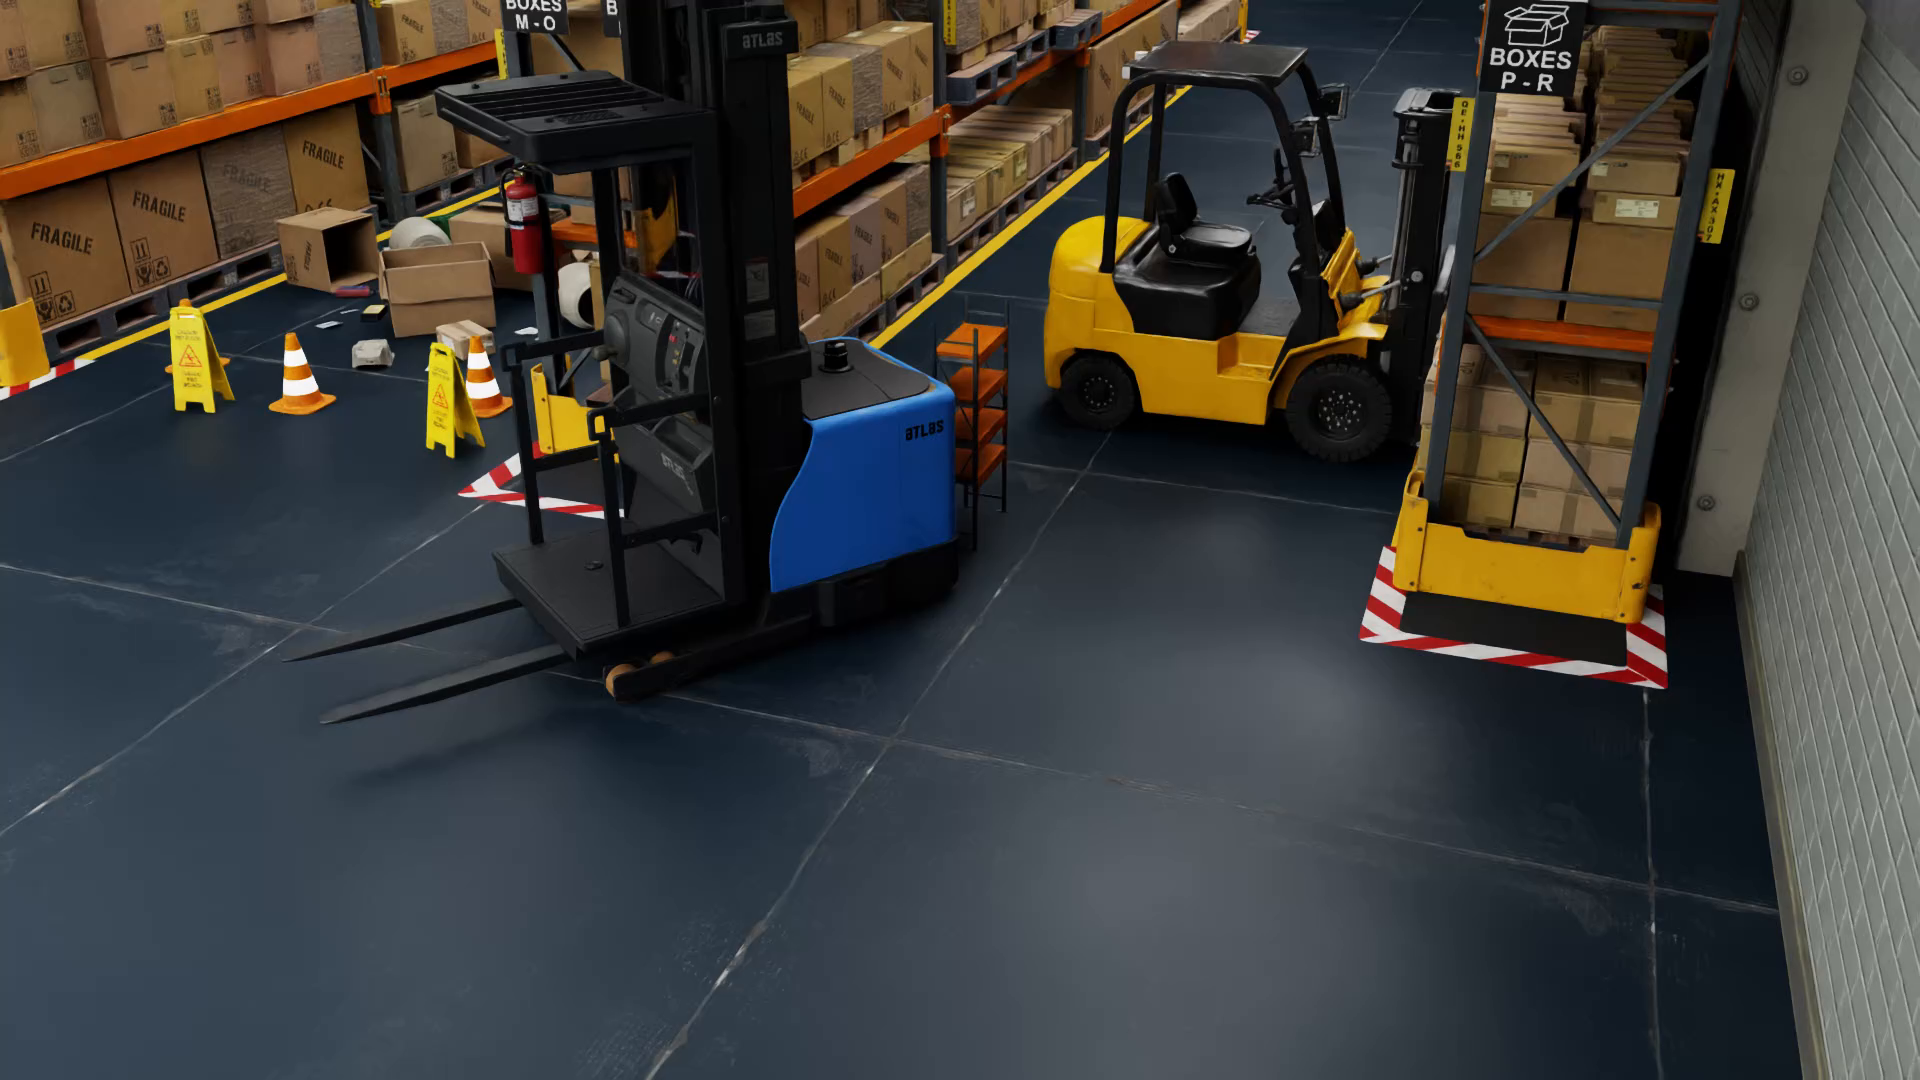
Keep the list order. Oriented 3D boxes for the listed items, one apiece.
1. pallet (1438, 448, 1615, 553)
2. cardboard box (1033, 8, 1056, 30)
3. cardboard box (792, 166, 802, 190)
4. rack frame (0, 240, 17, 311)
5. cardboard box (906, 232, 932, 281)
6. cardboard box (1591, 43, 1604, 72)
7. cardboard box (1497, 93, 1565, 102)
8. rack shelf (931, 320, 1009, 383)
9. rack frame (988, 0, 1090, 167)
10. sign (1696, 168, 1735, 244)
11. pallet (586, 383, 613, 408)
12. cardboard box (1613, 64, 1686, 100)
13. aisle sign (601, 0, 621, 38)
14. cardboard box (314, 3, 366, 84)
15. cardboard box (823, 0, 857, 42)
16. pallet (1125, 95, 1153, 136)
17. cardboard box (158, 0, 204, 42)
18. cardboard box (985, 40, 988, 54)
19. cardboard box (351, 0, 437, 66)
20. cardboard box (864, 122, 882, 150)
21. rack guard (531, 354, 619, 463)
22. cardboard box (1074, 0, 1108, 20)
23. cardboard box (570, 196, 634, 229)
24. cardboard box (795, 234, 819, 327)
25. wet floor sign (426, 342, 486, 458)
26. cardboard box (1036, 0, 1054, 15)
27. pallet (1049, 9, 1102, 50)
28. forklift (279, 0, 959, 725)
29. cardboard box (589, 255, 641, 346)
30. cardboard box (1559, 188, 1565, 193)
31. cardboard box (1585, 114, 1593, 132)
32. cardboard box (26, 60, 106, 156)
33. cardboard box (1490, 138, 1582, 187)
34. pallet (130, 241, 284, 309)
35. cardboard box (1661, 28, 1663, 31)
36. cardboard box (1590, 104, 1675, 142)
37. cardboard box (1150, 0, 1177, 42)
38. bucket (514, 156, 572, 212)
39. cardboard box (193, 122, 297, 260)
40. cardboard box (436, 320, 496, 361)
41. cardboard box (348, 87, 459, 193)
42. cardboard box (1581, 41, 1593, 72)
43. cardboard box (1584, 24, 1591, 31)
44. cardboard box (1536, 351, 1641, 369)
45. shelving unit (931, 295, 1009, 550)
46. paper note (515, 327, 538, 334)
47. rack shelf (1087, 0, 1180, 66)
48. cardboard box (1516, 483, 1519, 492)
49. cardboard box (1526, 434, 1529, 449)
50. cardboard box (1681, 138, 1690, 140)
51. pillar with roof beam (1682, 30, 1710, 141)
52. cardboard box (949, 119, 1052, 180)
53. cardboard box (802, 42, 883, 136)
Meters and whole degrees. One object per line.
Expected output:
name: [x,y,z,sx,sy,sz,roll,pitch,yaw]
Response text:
pallet: [2.973,-0.173,8.864,1.003,0.211,1.213,9,27,17]
cardboard box: [0.618,-4.572,14.558,0.380,0.149,0.250,9,27,18]
cardboard box: [-1.199,-2.234,10.210,0.380,0.149,0.250,9,27,19]
rack frame: [-6.626,-2.502,10.475,1.000,3.000,0.127,9,27,17]
cardboard box: [-0.537,-2.139,12.399,0.500,0.250,0.500,10,28,20]
cardboard box: [4.408,-3.201,11.061,0.380,0.149,0.250,8,27,16]
cardboard box: [3.008,-2.295,8.848,0.380,0.149,0.250,9,27,18]
rack shelf: [0.055,-0.962,8.458,0.258,0.148,0.480,9,27,17]
rack frame: [0.738,-5.113,15.869,1.000,3.000,0.127,9,27,17]
sign: [3.279,-1.450,7.218,0.100,0.325,0.005,9,27,17]
pallet: [-1.596,-0.931,10.430,1.003,0.211,1.213,9,27,17]
cardboard box: [3.940,-2.624,9.526,0.380,0.149,0.250,8,27,17]
aisle sign: [-1.653,-2.925,8.367,0.394,0.787,0.004,9,27,17]
cardboard box: [-5.406,-4.060,13.521,0.875,0.550,0.550,9,27,17]
cardboard box: [-1.135,-3.742,11.434,0.700,0.500,0.500,9,27,18]
pallet: [1.479,-4.671,18.155,1.003,0.211,1.213,9,27,17]
cardboard box: [-6.002,-3.889,11.929,0.875,0.550,0.500,9,27,17]
cardboard box: [0.002,-3.956,13.284,0.380,0.149,0.250,11,28,21]
cardboard box: [-4.866,-4.368,14.214,0.500,0.500,0.500,9,27,18]
cardboard box: [-0.748,-2.762,11.301,0.380,0.149,0.250,8,27,17]
rack guard: [-1.899,-0.732,9.688,1.175,0.500,0.348,9,27,17]
cardboard box: [1.138,-5.210,16.241,0.500,0.250,0.500,8,27,17]
cardboard box: [-2.002,-1.897,9.515,0.380,0.149,0.250,10,27,19]
cardboard box: [-1.218,-1.631,10.490,0.500,0.500,0.500,8,27,16]
wet floor sign: [-2.997,-0.843,9.751,0.267,0.644,0.232,20,32,35]
cardboard box: [0.520,-4.832,14.351,0.500,0.500,0.500,7,27,14]
pallet: [0.601,-4.719,15.274,1.213,0.211,1.003,9,27,17]
forklift: [-1.512,-0.870,7.183,3.031,2.935,1.130,-17,30,-30]
cardboard box: [-1.904,-1.482,10.181,0.500,0.500,0.500,9,27,18]
cardboard box: [2.810,-1.835,8.238,0.380,0.149,0.250,9,27,18]
cardboard box: [3.864,-2.157,9.649,0.500,0.500,0.500,8,27,16]
cardboard box: [-6.383,-2.958,11.245,0.875,0.550,0.550,9,27,17]
cardboard box: [2.678,-1.756,7.734,0.380,0.149,0.250,9,27,18]
pallet: [-6.026,-2.086,12.817,1.003,0.211,1.213,9,27,17]
cardboard box: [5.194,-3.912,12.986,0.500,0.250,0.500,9,27,17]
cardboard box: [3.425,-2.110,8.465,0.380,0.149,0.250,10,27,19]
cardboard box: [1.938,-5.723,19.085,0.875,0.875,0.875,10,27,19]
bucket: [-3.166,-2.966,13.447,0.726,0.611,0.620,20,22,35]
cardboard box: [-5.867,-2.759,12.963,0.875,0.875,0.875,9,27,18]
cardboard box: [-3.393,-1.374,11.417,0.250,0.149,0.380,-20,33,-36]
cardboard box: [-5.173,-3.590,14.823,1.050,0.750,0.750,9,27,17]
cardboard box: [3.718,-3.011,10.326,0.380,0.149,0.250,9,27,18]
cardboard box: [4.621,-3.991,12.691,0.380,0.149,0.250,9,27,17]
cardboard box: [3.259,-0.885,8.661,0.500,0.250,0.500,9,27,18]
shelving unit: [0.055,-0.608,8.629,0.258,1.200,0.503,9,27,17]
paper note: [-3.063,-1.489,11.803,0.148,0.019,0.142,20,32,35]
rack shelf: [1.403,-5.611,17.723,1.077,0.370,4.000,9,27,17]
cardboard box: [2.790,-0.501,9.015,0.500,0.250,0.500,9,27,17]
cardboard box: [3.266,-0.655,8.760,0.500,0.250,0.500,8,27,17]
cardboard box: [3.610,-2.064,8.712,0.380,0.149,0.250,10,27,19]
pillar with roof beam: [1.776,-7.053,12.991,9.100,9.000,0.400,9,27,17]
cardboard box: [0.302,-3.584,15.245,0.950,0.372,0.625,8,27,16]
cardboard box: [-0.840,-3.003,11.055,0.500,0.500,0.500,10,27,19]
